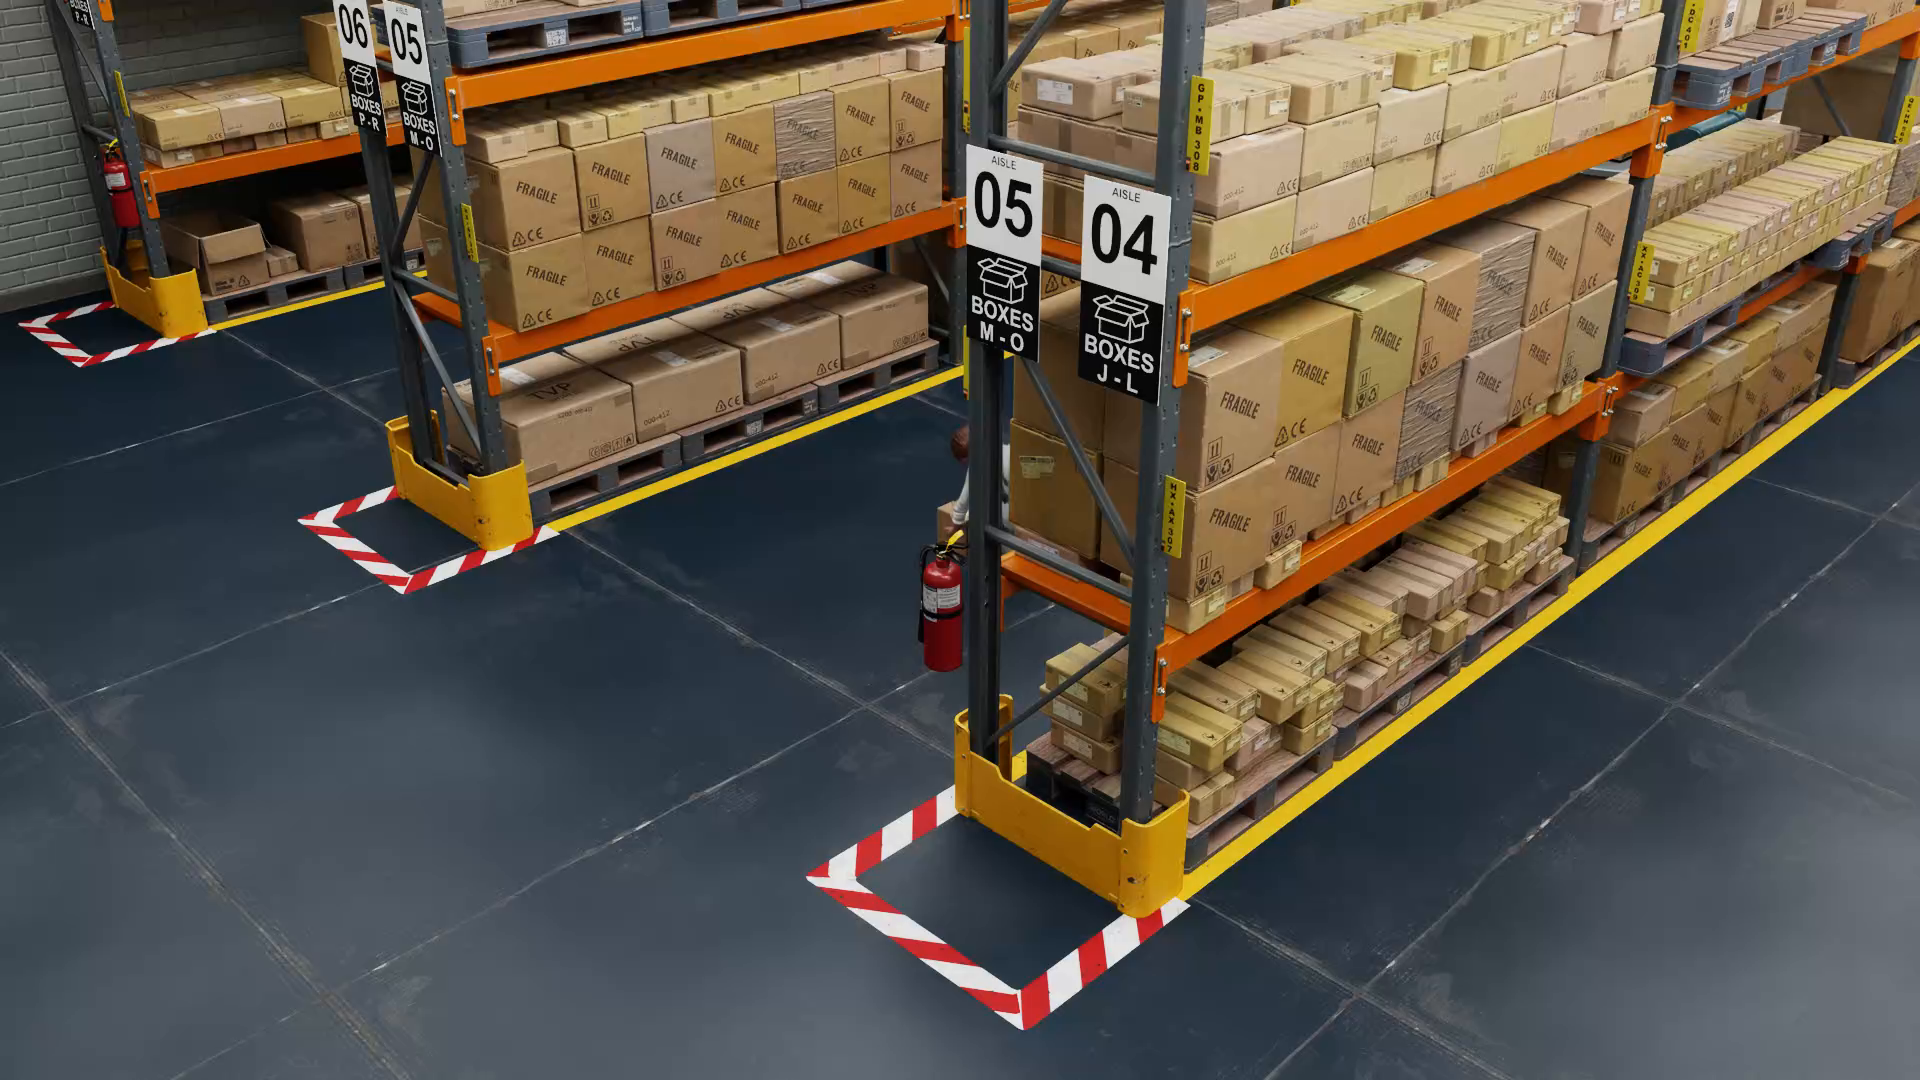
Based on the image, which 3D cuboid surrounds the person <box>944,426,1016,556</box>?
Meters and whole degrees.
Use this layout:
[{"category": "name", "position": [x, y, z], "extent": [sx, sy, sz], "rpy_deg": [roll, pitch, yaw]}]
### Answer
[{"category": "person", "position": [0.282, -0.213, 9.863], "extent": [0.803, 0.815, 0.443], "rpy_deg": [25, 37, 38]}]
